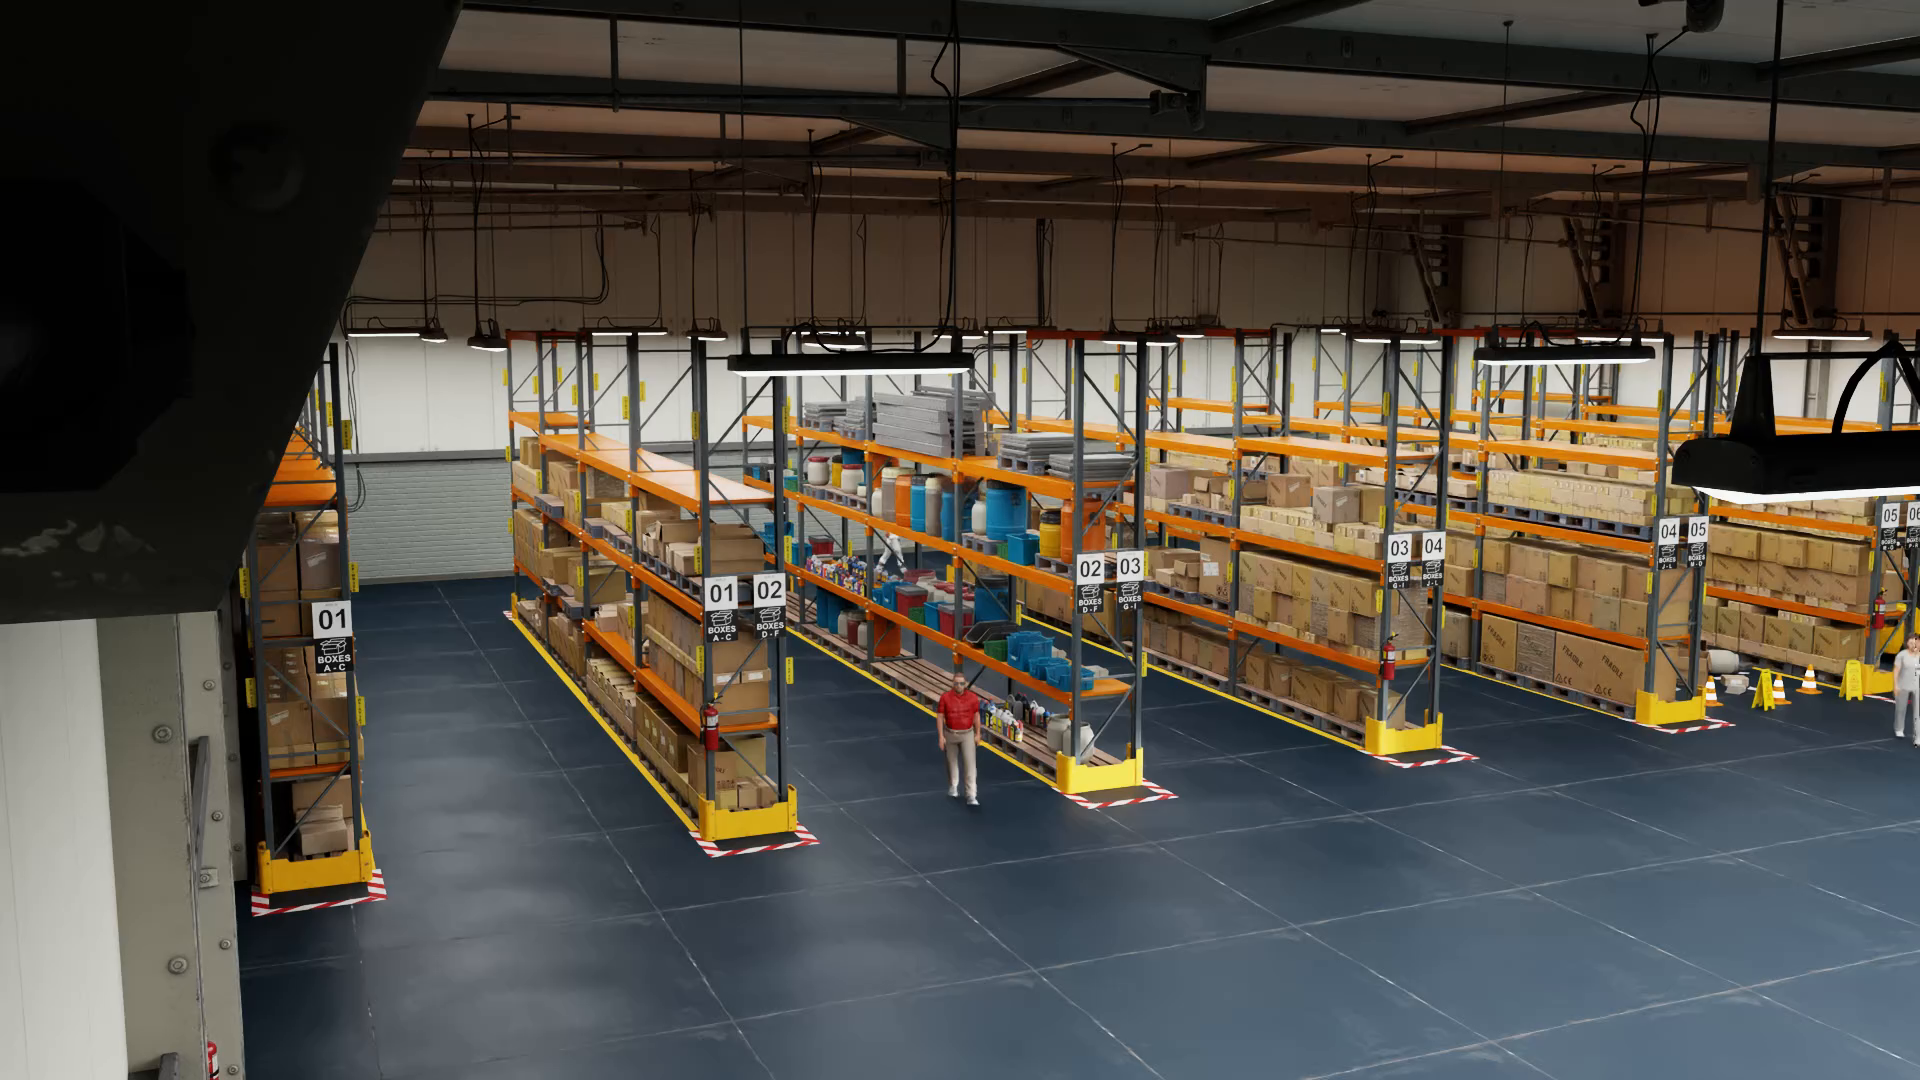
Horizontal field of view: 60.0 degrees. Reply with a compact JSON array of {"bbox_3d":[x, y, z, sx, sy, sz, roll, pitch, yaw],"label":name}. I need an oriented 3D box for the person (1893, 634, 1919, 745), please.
[{"bbox_3d":[14.019,2.186,24.510,0.475,1.614,1.043,4,9,24],"label":"person"}]

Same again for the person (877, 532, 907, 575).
[{"bbox_3d":[-1.569,-0.034,40.401,0.948,1.754,0.560,1,8,4],"label":"person"}]

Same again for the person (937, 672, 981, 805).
[{"bbox_3d":[-0.021,2.563,21.571,0.566,1.685,0.951,0,8,4],"label":"person"}]
